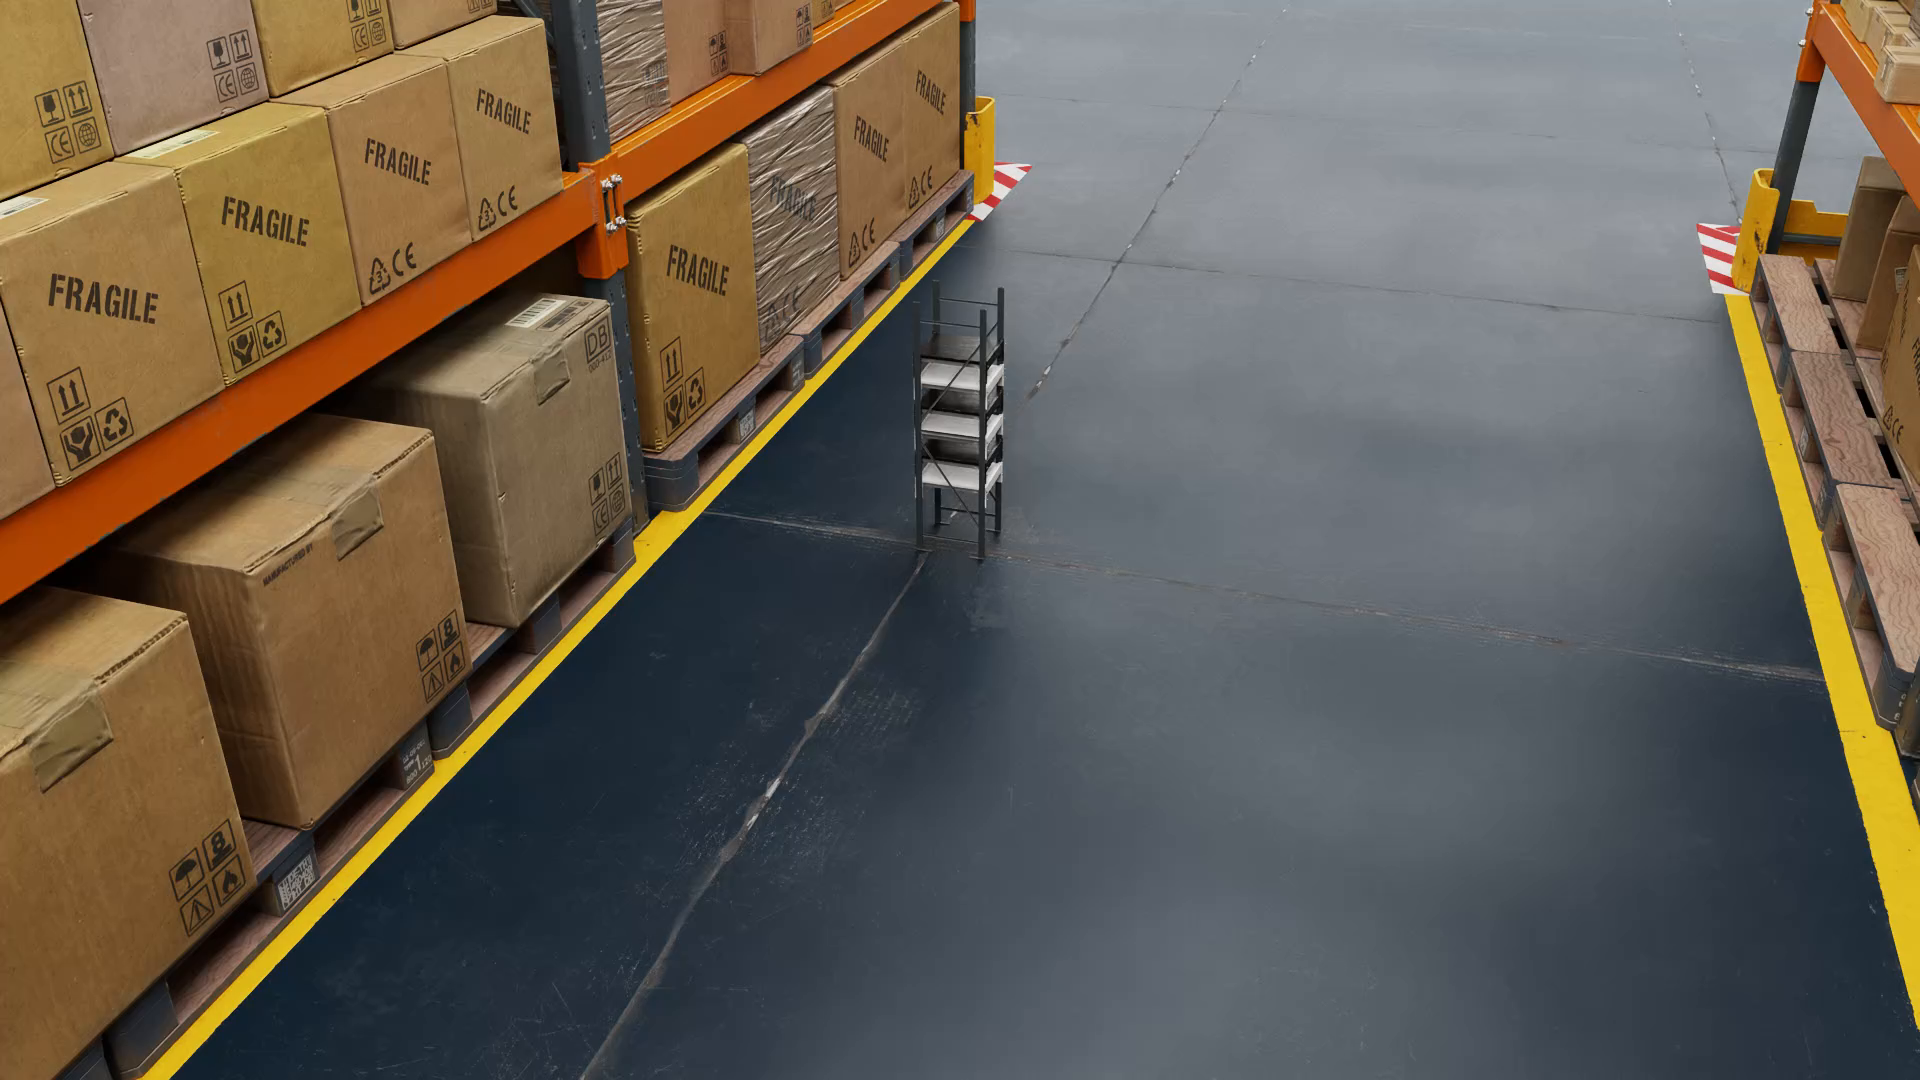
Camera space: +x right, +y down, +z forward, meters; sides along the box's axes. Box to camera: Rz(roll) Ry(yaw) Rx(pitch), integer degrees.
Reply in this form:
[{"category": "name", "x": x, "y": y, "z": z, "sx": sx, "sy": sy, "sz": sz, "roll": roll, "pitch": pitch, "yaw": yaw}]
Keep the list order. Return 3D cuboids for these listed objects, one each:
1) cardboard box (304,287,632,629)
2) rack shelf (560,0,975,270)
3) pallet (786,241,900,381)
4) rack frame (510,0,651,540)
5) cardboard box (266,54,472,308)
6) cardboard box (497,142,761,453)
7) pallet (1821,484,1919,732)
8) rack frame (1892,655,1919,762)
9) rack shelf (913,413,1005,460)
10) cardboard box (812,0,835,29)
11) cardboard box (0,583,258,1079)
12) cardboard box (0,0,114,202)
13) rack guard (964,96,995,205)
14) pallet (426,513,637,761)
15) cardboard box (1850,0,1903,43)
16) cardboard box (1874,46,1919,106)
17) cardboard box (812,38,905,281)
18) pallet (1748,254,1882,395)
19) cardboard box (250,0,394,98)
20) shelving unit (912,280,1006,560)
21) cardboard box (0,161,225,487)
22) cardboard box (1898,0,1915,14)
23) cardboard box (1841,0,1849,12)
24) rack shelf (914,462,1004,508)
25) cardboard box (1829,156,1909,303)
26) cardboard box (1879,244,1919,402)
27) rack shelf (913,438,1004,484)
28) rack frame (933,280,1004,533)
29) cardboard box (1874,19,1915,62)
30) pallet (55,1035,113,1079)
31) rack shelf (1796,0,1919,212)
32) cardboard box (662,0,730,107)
[{"category": "cardboard box", "x": -1.682, "y": -0.310, "z": 5.104, "sx": 1.050, "sy": 0.750, "sz": 0.750, "roll": 8, "pitch": 30, "yaw": 15}, {"category": "rack shelf", "x": -0.999, "y": -2.026, "z": 7.047, "sx": 1.077, "sy": 0.370, "sz": 4.000, "roll": 8, "pitch": 30, "yaw": 15}, {"category": "pallet", "x": -0.932, "y": -1.104, "z": 7.517, "sx": 1.003, "sy": 0.211, "sz": 1.213, "roll": 8, "pitch": 30, "yaw": 15}, {"category": "rack frame", "x": -1.586, "y": -1.411, "z": 5.201, "sx": 1.000, "sy": 3.000, "sz": 0.127, "roll": 8, "pitch": 30, "yaw": 15}, {"category": "cardboard box", "x": -1.632, "y": -0.939, "z": 4.250, "sx": 0.500, "sy": 0.500, "sz": 0.500, "roll": 8, "pitch": 30, "yaw": 14}, {"category": "cardboard box", "x": -1.335, "y": -0.949, "z": 6.123, "sx": 0.875, "sy": 0.875, "sz": 0.875, "roll": 9, "pitch": 30, "yaw": 16}, {"category": "pallet", "x": 3.289, "y": 0.245, "z": 5.093, "sx": 1.003, "sy": 0.211, "sz": 1.213, "roll": 8, "pitch": 30, "yaw": 15}, {"category": "rack frame", "x": 3.126, "y": -0.656, "z": 3.845, "sx": 1.000, "sy": 3.000, "sz": 0.127, "roll": 8, "pitch": 30, "yaw": 15}, {"category": "rack shelf", "x": -0.002, "y": -0.360, "z": 5.541, "sx": 0.258, "sy": 0.077, "sz": 0.200, "roll": 8, "pitch": 30, "yaw": 15}, {"category": "cardboard box", "x": -1.019, "y": -2.403, "z": 6.831, "sx": 0.875, "sy": 0.550, "sz": 0.500, "roll": 8, "pitch": 30, "yaw": 15}, {"category": "cardboard box", "x": -2.242, "y": 0.570, "z": 3.521, "sx": 1.050, "sy": 0.750, "sz": 0.750, "roll": 9, "pitch": 30, "yaw": 16}, {"category": "cardboard box", "x": -2.173, "y": -0.952, "z": 3.244, "sx": 0.700, "sy": 0.500, "sz": 0.500, "roll": 8, "pitch": 30, "yaw": 14}, {"category": "rack guard", "x": -0.405, "y": -2.189, "z": 9.171, "sx": 1.175, "sy": 0.500, "sz": 0.348, "roll": 8, "pitch": 30, "yaw": 15}, {"category": "pallet", "x": -1.741, "y": 0.177, "z": 5.215, "sx": 1.003, "sy": 0.211, "sz": 1.213, "roll": 8, "pitch": 30, "yaw": 15}, {"category": "cardboard box", "x": 3.809, "y": -2.080, "z": 6.661, "sx": 0.380, "sy": 0.149, "sz": 0.250, "roll": 8, "pitch": 30, "yaw": 15}, {"category": "cardboard box", "x": 3.455, "y": -1.624, "z": 5.842, "sx": 0.380, "sy": 0.149, "sz": 0.250, "roll": 8, "pitch": 30, "yaw": 15}, {"category": "cardboard box", "x": -0.804, "y": -1.791, "z": 7.638, "sx": 0.875, "sy": 0.875, "sz": 0.875, "roll": 8, "pitch": 30, "yaw": 14}, {"category": "pallet", "x": 4.005, "y": -0.889, "z": 7.131, "sx": 1.003, "sy": 0.211, "sz": 1.213, "roll": 8, "pitch": 30, "yaw": 15}, {"category": "cardboard box", "x": -1.875, "y": -1.421, "z": 4.087, "sx": 0.700, "sy": 0.500, "sz": 0.500, "roll": 8, "pitch": 30, "yaw": 14}, {"category": "shelving unit", "x": -0.002, "y": -0.389, "z": 5.524, "sx": 0.258, "sy": 0.900, "sz": 0.210, "roll": 8, "pitch": 30, "yaw": 15}, {"category": "cardboard box", "x": -1.927, "y": -0.468, "z": 3.403, "sx": 0.500, "sy": 0.500, "sz": 0.500, "roll": 8, "pitch": 30, "yaw": 14}, {"category": "cardboard box", "x": 4.080, "y": -2.188, "z": 6.189, "sx": 0.875, "sy": 0.500, "sz": 0.500, "roll": 8, "pitch": 30, "yaw": 15}, {"category": "cardboard box", "x": 3.988, "y": -2.307, "z": 7.070, "sx": 0.380, "sy": 0.149, "sz": 0.250, "roll": 8, "pitch": 30, "yaw": 15}, {"category": "rack shelf", "x": -0.002, "y": -0.203, "z": 5.628, "sx": 0.258, "sy": 0.077, "sz": 0.200, "roll": 8, "pitch": 30, "yaw": 15}, {"category": "cardboard box", "x": 4.101, "y": -1.319, "z": 7.174, "sx": 0.500, "sy": 0.500, "sz": 0.500, "roll": 14, "pitch": 32, "yaw": 24}, {"category": "cardboard box", "x": 3.756, "y": -0.748, "z": 6.148, "sx": 0.500, "sy": 0.500, "sz": 0.500, "roll": 11, "pitch": 31, "yaw": 20}, {"category": "rack shelf", "x": -0.002, "y": -0.282, "z": 5.584, "sx": 0.258, "sy": 0.077, "sz": 0.200, "roll": 8, "pitch": 30, "yaw": 15}, {"category": "rack frame", "x": 0.027, "y": -0.437, "z": 5.609, "sx": 0.240, "sy": 0.900, "sz": 0.006, "roll": 8, "pitch": 30, "yaw": 15}, {"category": "cardboard box", "x": 3.675, "y": -1.845, "z": 6.240, "sx": 0.380, "sy": 0.149, "sz": 0.250, "roll": 8, "pitch": 30, "yaw": 15}, {"category": "pallet", "x": -2.457, "y": 1.311, "z": 3.177, "sx": 1.003, "sy": 0.211, "sz": 1.213, "roll": 8, "pitch": 30, "yaw": 15}, {"category": "rack shelf", "x": 3.713, "y": -1.272, "z": 5.690, "sx": 1.077, "sy": 0.370, "sz": 4.000, "roll": 8, "pitch": 30, "yaw": 15}, {"category": "cardboard box", "x": -1.349, "y": -1.909, "z": 5.941, "sx": 0.875, "sy": 0.550, "sz": 0.550, "roll": 8, "pitch": 30, "yaw": 15}]
